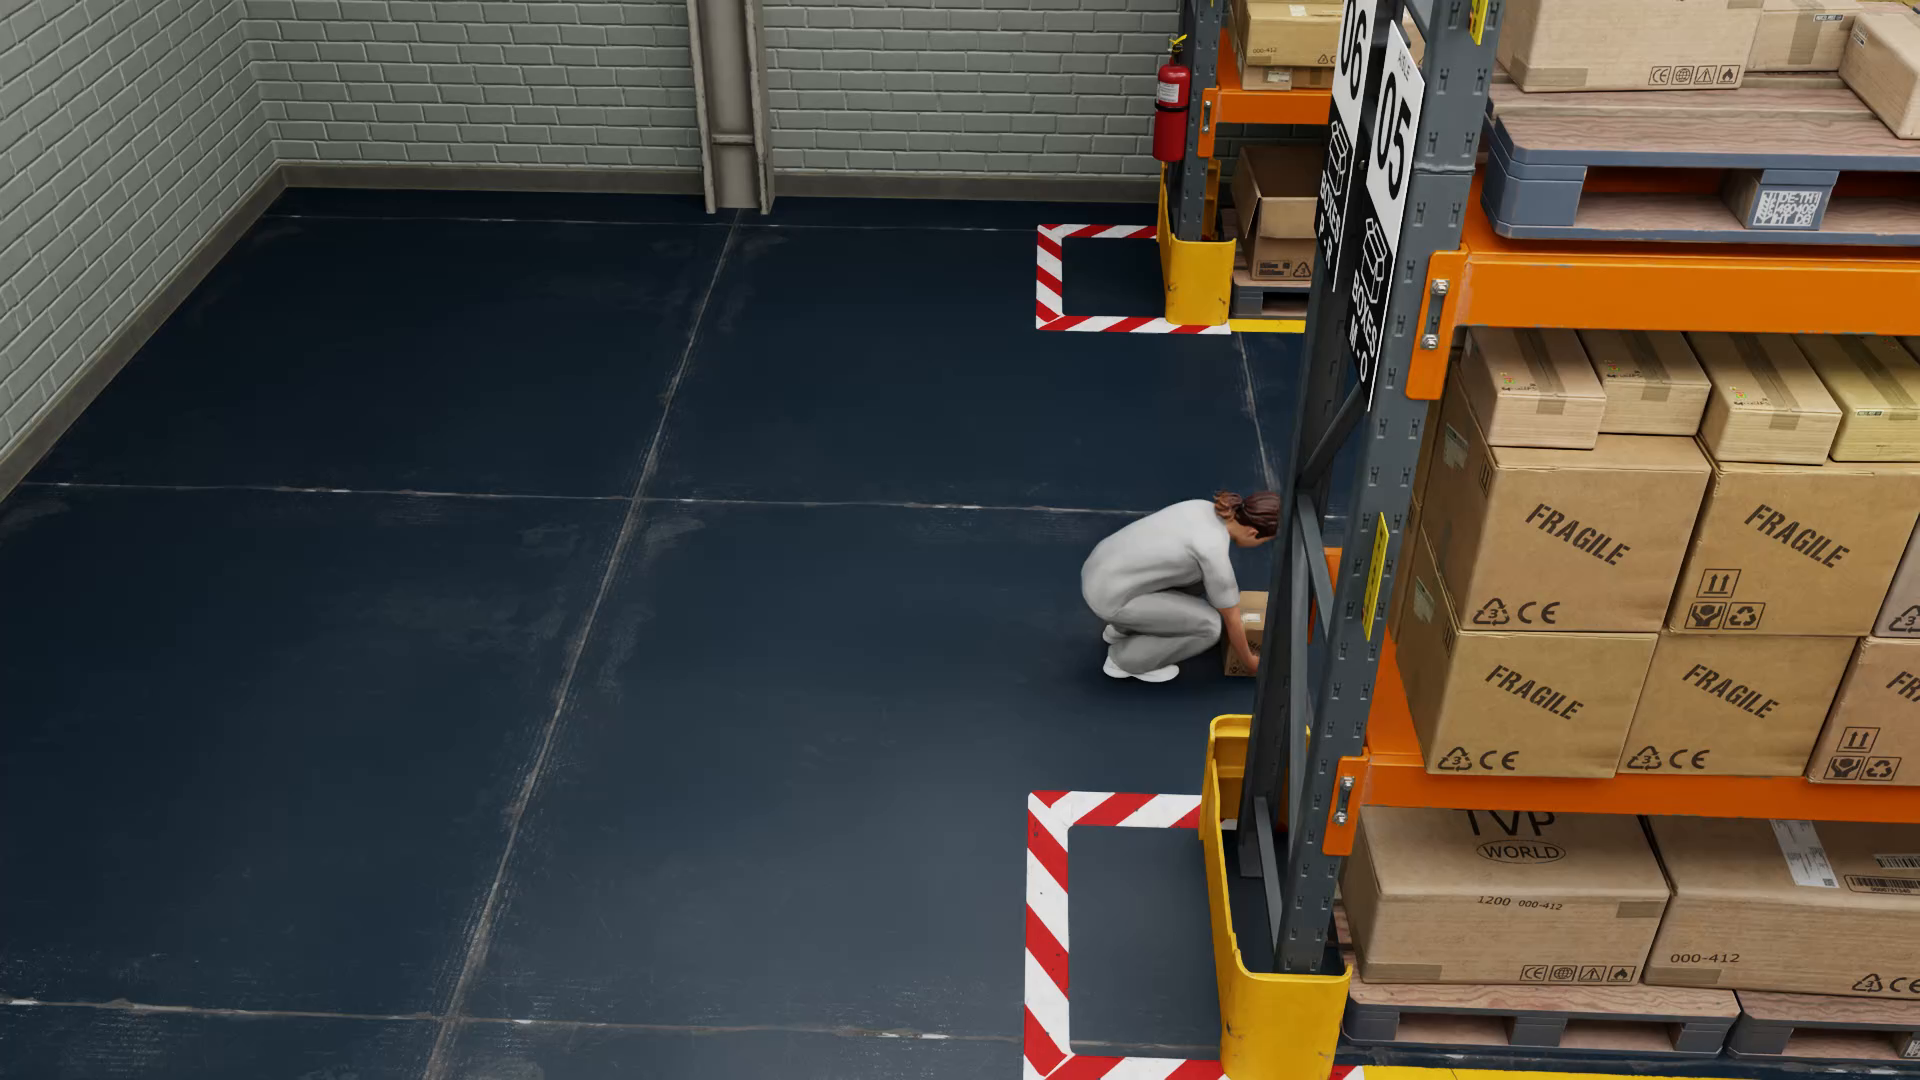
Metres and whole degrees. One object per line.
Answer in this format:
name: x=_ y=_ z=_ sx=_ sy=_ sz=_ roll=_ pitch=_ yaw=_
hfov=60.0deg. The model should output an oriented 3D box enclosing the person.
person: x=0.891 y=0.171 z=6.689 sx=0.807 sy=0.804 sz=0.478 roll=1 pitch=36 yaw=2
